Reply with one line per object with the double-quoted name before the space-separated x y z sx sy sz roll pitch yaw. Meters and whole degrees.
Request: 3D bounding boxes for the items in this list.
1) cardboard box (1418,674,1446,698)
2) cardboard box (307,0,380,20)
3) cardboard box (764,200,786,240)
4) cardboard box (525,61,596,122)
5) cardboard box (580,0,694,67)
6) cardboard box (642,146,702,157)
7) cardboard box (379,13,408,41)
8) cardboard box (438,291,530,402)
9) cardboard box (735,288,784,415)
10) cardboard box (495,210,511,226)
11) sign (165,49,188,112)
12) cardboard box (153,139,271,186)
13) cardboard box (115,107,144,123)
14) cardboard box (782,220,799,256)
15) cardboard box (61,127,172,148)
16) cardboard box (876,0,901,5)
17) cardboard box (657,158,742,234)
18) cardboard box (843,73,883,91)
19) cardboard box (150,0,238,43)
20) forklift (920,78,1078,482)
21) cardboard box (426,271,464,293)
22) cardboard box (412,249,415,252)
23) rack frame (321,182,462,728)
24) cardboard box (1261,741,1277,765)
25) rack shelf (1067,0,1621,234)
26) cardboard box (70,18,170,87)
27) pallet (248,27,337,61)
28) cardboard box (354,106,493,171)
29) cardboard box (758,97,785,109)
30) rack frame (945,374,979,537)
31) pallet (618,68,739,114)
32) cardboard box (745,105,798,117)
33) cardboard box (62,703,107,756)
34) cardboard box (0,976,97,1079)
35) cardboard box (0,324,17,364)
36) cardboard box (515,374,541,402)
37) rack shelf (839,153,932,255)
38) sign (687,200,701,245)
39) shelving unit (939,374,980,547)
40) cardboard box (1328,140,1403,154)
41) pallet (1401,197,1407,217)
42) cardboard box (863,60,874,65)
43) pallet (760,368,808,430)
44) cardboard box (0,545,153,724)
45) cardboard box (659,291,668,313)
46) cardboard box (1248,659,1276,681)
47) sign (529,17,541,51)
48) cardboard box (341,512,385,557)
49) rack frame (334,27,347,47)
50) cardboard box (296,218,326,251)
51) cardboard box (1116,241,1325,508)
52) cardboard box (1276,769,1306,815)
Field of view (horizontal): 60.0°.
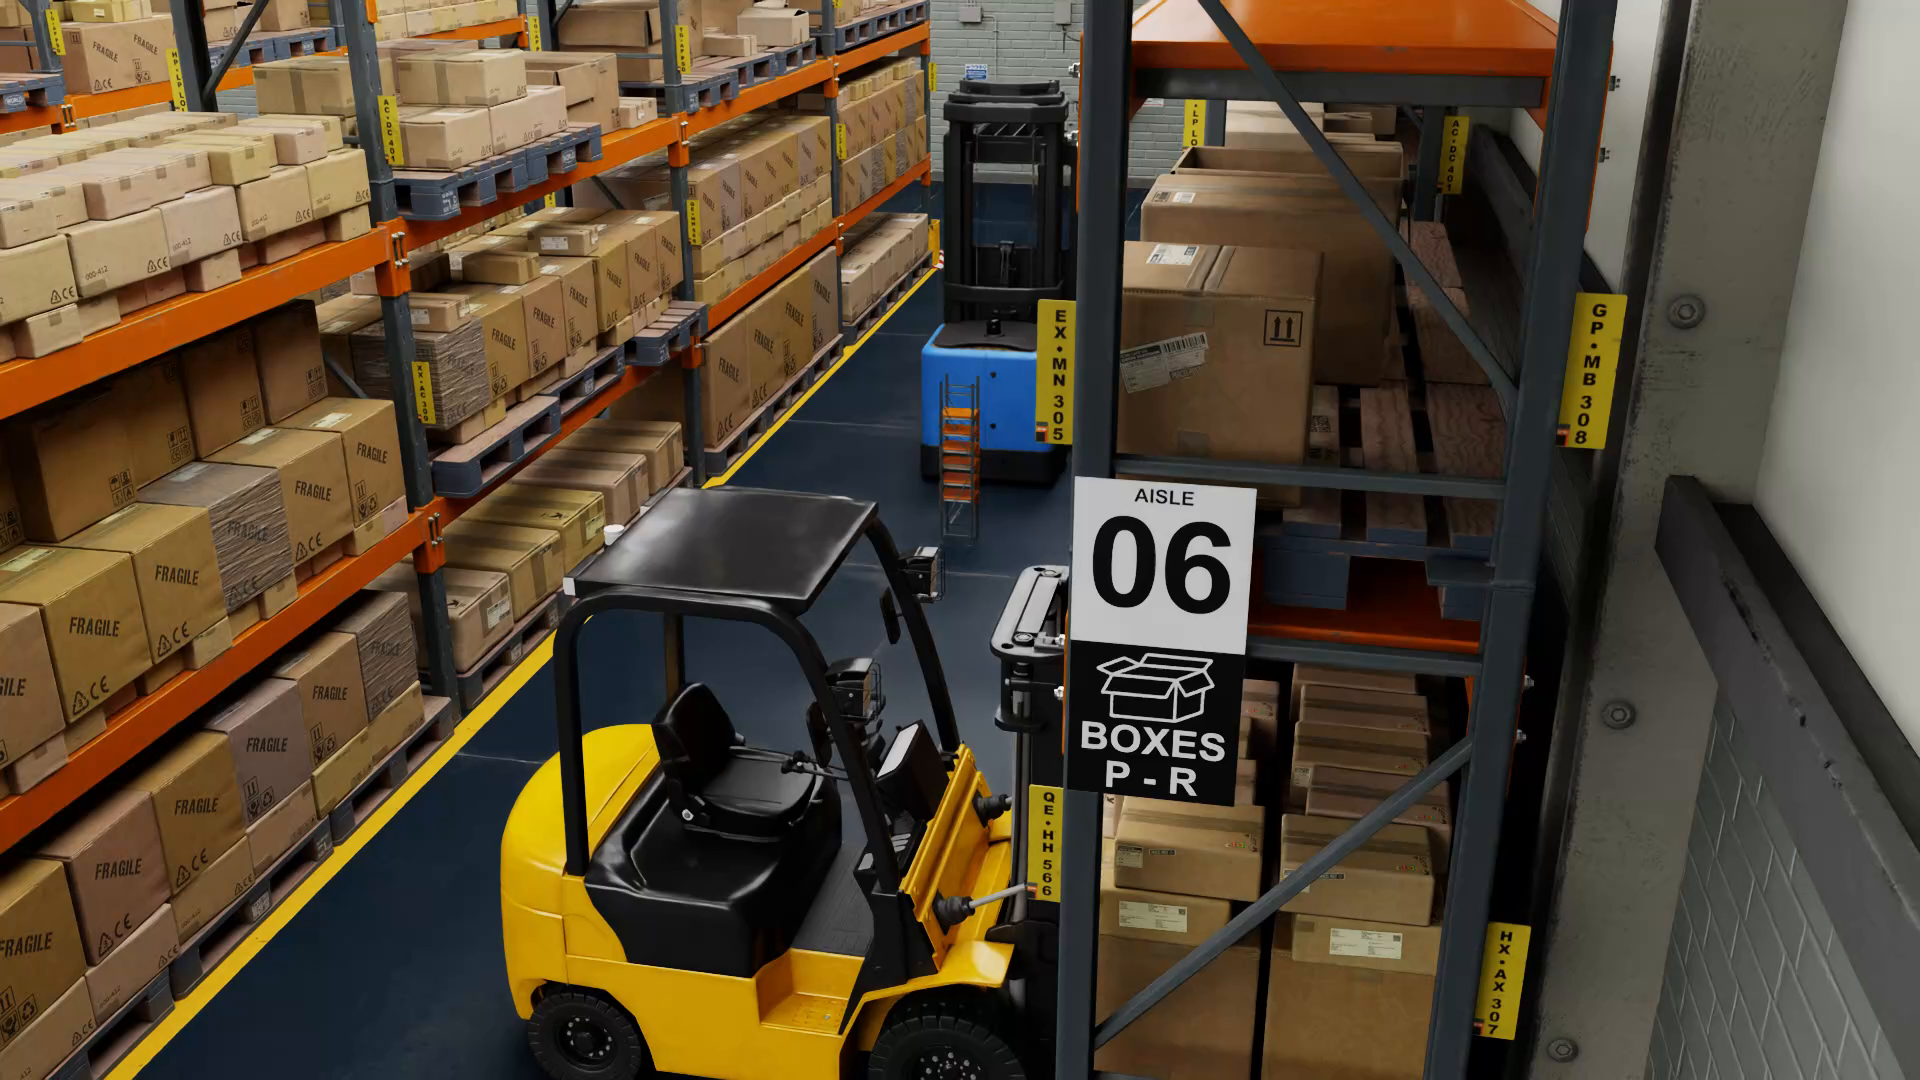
"cardboard box" 1.395 0.386 5.479 0.380 0.149 0.250 4 22 10
"cardboard box" -6.198 -5.372 16.694 0.500 0.250 0.500 5 23 13
"cardboard box" -1.799 -2.741 14.176 0.500 0.250 0.500 5 22 12
"cardboard box" -2.765 -2.737 10.481 0.797 0.503 0.637 4 22 11
"cardboard box" -2.465 -3.867 12.728 0.700 0.500 0.500 3 22 8
"cardboard box" -2.427 -2.946 13.682 0.500 0.500 0.500 4 22 11
"cardboard box" -6.085 -5.316 17.223 0.500 0.250 0.500 4 22 10
"cardboard box" -2.819 -1.107 9.492 0.500 0.500 0.500 5 22 11
"cardboard box" -2.073 -1.639 14.190 0.875 0.875 0.875 5 22 12
"cardboard box" -5.611 -3.867 19.899 0.380 0.149 0.250 4 22 10
"sign" -3.841 -2.250 8.190 0.100 0.325 0.005 4 22 11
"cardboard box" -3.192 -1.613 7.097 0.380 0.149 0.250 5 22 12
"cardboard box" -10.494 -5.224 20.613 0.500 0.250 0.500 4 22 10
"cardboard box" -1.736 -2.698 14.739 0.500 0.250 0.500 4 22 9
"cardboard box" -3.768 -1.756 7.452 0.380 0.149 0.250 4 22 9
"cardboard box" -0.860 -5.969 18.283 0.380 0.149 0.250 3 22 7
"cardboard box" -2.049 -2.712 13.099 0.500 0.500 0.500 5 22 11
"cardboard box" -1.017 -4.783 17.374 0.380 0.149 0.250 5 22 11
"cardboard box" -6.975 -4.740 14.892 0.797 0.503 0.637 4 22 10
"forklift" 0.452 -2.325 13.702 1.130 2.935 3.031 4 22 9
"cardboard box" -3.217 -1.330 10.047 0.500 0.500 0.500 5 23 13
"cardboard box" -6.141 -3.112 18.023 0.380 0.149 0.250 4 22 10
"rack frame" -3.297 -0.395 8.819 1.000 3.000 0.127 4 22 11
"cardboard box" 0.809 0.822 5.663 0.500 0.500 0.500 4 22 10
"rack shelf" 1.155 -1.550 5.155 1.077 0.370 4.000 4 22 11
"cardboard box" -6.876 -4.008 13.641 0.500 0.500 0.500 4 22 11
"pallet" -6.762 -4.748 15.863 1.213 0.211 1.003 4 22 11
"cardboard box" -2.786 -2.095 8.663 0.500 0.250 0.500 4 22 9
"cardboard box" -1.914 -4.269 16.096 0.380 0.149 0.250 4 22 10
"rack frame" 0.016 -0.585 11.699 0.240 1.200 0.006 4 22 11
"pallet" -2.402 -3.401 12.521 1.213 0.211 1.003 6 23 13
"cardboard box" -1.839 -4.024 16.359 0.500 0.500 0.500 4 22 10
"cardboard box" -3.554 0.705 6.423 0.380 0.149 0.250 5 22 12
"cardboard box" -3.678 1.875 6.302 0.500 0.250 0.500 4 22 10
"cardboard box" -3.598 -0.690 5.873 0.380 0.149 0.250 4 22 9
"cardboard box" -2.739 -0.942 9.952 0.380 0.149 0.250 5 22 12
"rack shelf" -1.257 -3.718 18.034 1.077 0.370 4.000 4 22 11
"sign" -1.948 -2.320 12.155 0.100 0.325 0.005 4 22 11
"shelving unit" -0.003 -0.551 11.616 0.258 1.200 0.189 4 22 11
"cardboard box" 1.928 -1.829 8.005 0.380 0.149 0.250 4 22 11
"pallet" 1.730 -1.644 8.161 0.805 0.209 1.217 4 22 9
"cardboard box" -1.176 -5.385 18.867 0.380 0.149 0.250 5 22 12
"pallet" -1.995 -1.292 14.778 1.003 0.211 1.213 4 22 11
"cardboard box" -3.540 0.356 6.424 0.500 0.500 0.500 4 22 10
"cardboard box" -2.302 -1.695 11.820 0.380 0.149 0.250 5 22 12
"cardboard box" 0.920 0.394 5.857 0.380 0.149 0.250 4 22 11
"sign" -3.023 -3.571 11.892 0.100 0.325 0.005 4 22 11
"cardboard box" -3.109 -0.046 8.288 0.380 0.149 0.250 5 22 12
"rack frame" -6.532 -3.661 16.928 1.000 3.000 0.127 4 22 11
"cardboard box" -3.201 -1.445 7.748 0.380 0.149 0.250 5 22 12
"cardboard box" 0.598 -0.414 4.022 0.500 0.500 0.500 5 23 13
"cardboard box" 1.116 0.806 4.834 0.380 0.149 0.250 4 22 10
